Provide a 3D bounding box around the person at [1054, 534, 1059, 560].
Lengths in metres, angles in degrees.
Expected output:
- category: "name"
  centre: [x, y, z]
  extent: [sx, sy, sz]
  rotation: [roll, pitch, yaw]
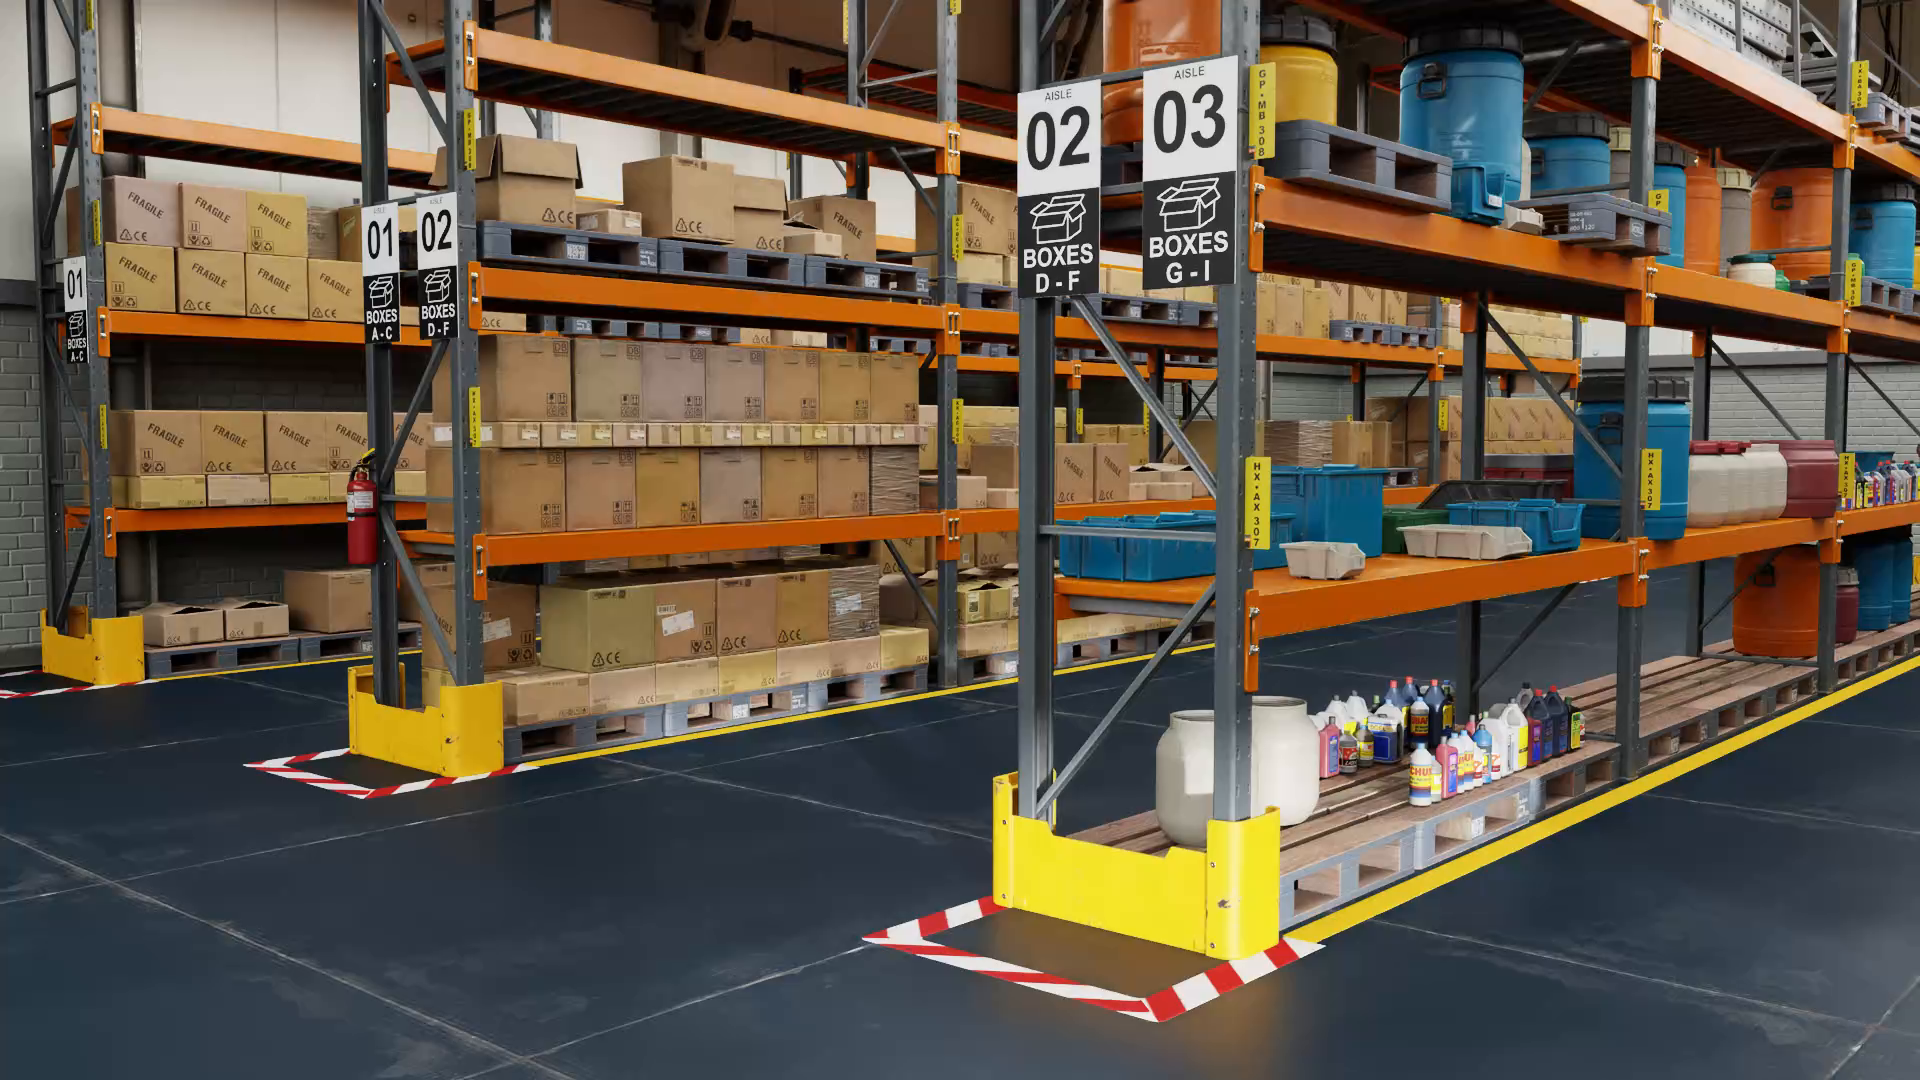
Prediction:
- category: "person"
  centre: [1.006, -0.106, 17.931]
  extent: [0.640, 1.633, 0.441]
  rotation: [-4, 5, -44]
